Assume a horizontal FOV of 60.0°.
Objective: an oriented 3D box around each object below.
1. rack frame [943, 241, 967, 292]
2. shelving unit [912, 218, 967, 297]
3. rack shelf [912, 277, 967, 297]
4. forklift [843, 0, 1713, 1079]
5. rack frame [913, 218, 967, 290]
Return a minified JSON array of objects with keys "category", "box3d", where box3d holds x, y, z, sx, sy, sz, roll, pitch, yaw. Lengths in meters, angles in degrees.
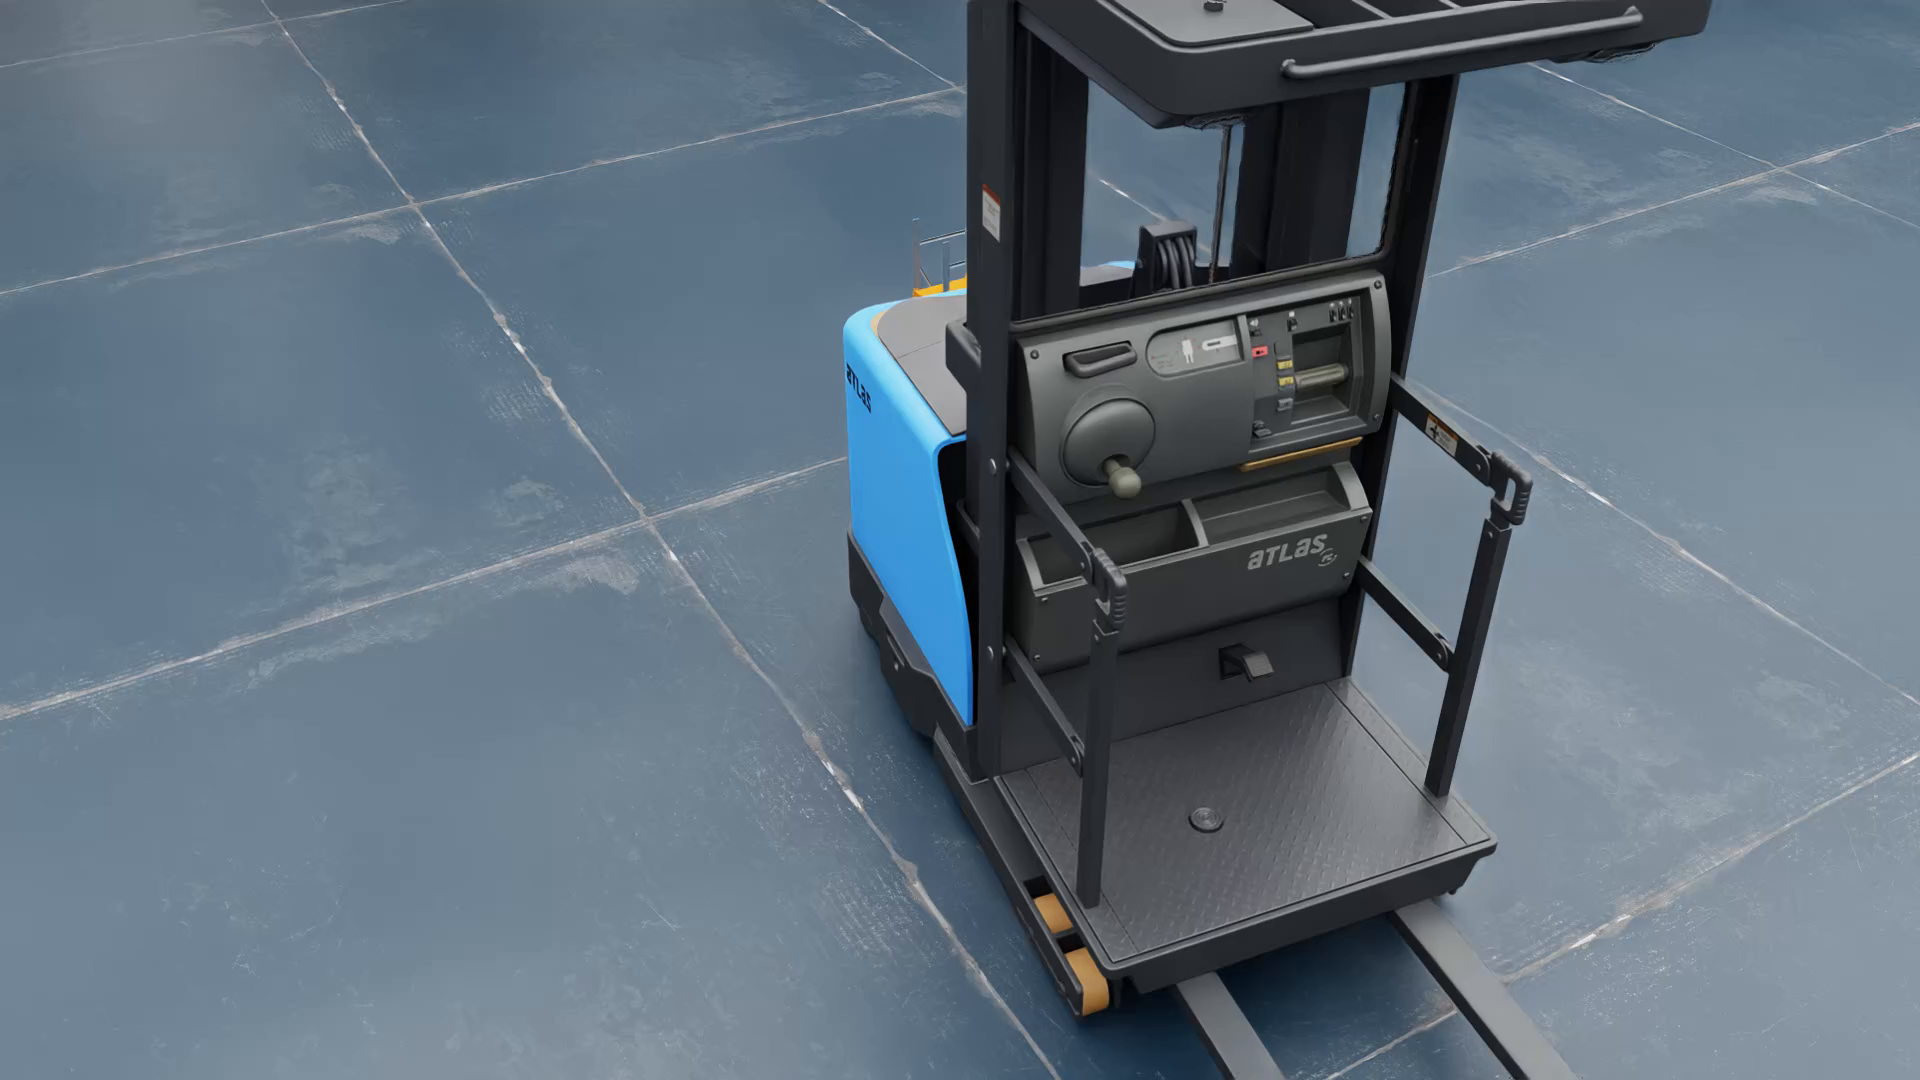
[{"category":"rack frame","box3d":[0.053,-0.430,5.322,0.240,1.200,0.006,-19,40,-24]},{"category":"shelving unit","box3d":[0.007,-0.477,5.386,0.258,1.200,0.189,-19,40,-24]},{"category":"rack shelf","box3d":[0.007,-0.732,5.200,0.258,0.103,0.180,-19,40,-24]},{"category":"forklift","box3d":[0.662,-0.289,3.660,1.130,2.935,3.031,-13,38,-18]},{"category":"rack frame","box3d":[-0.039,-0.524,5.450,0.240,1.200,0.006,-19,40,-24]}]
